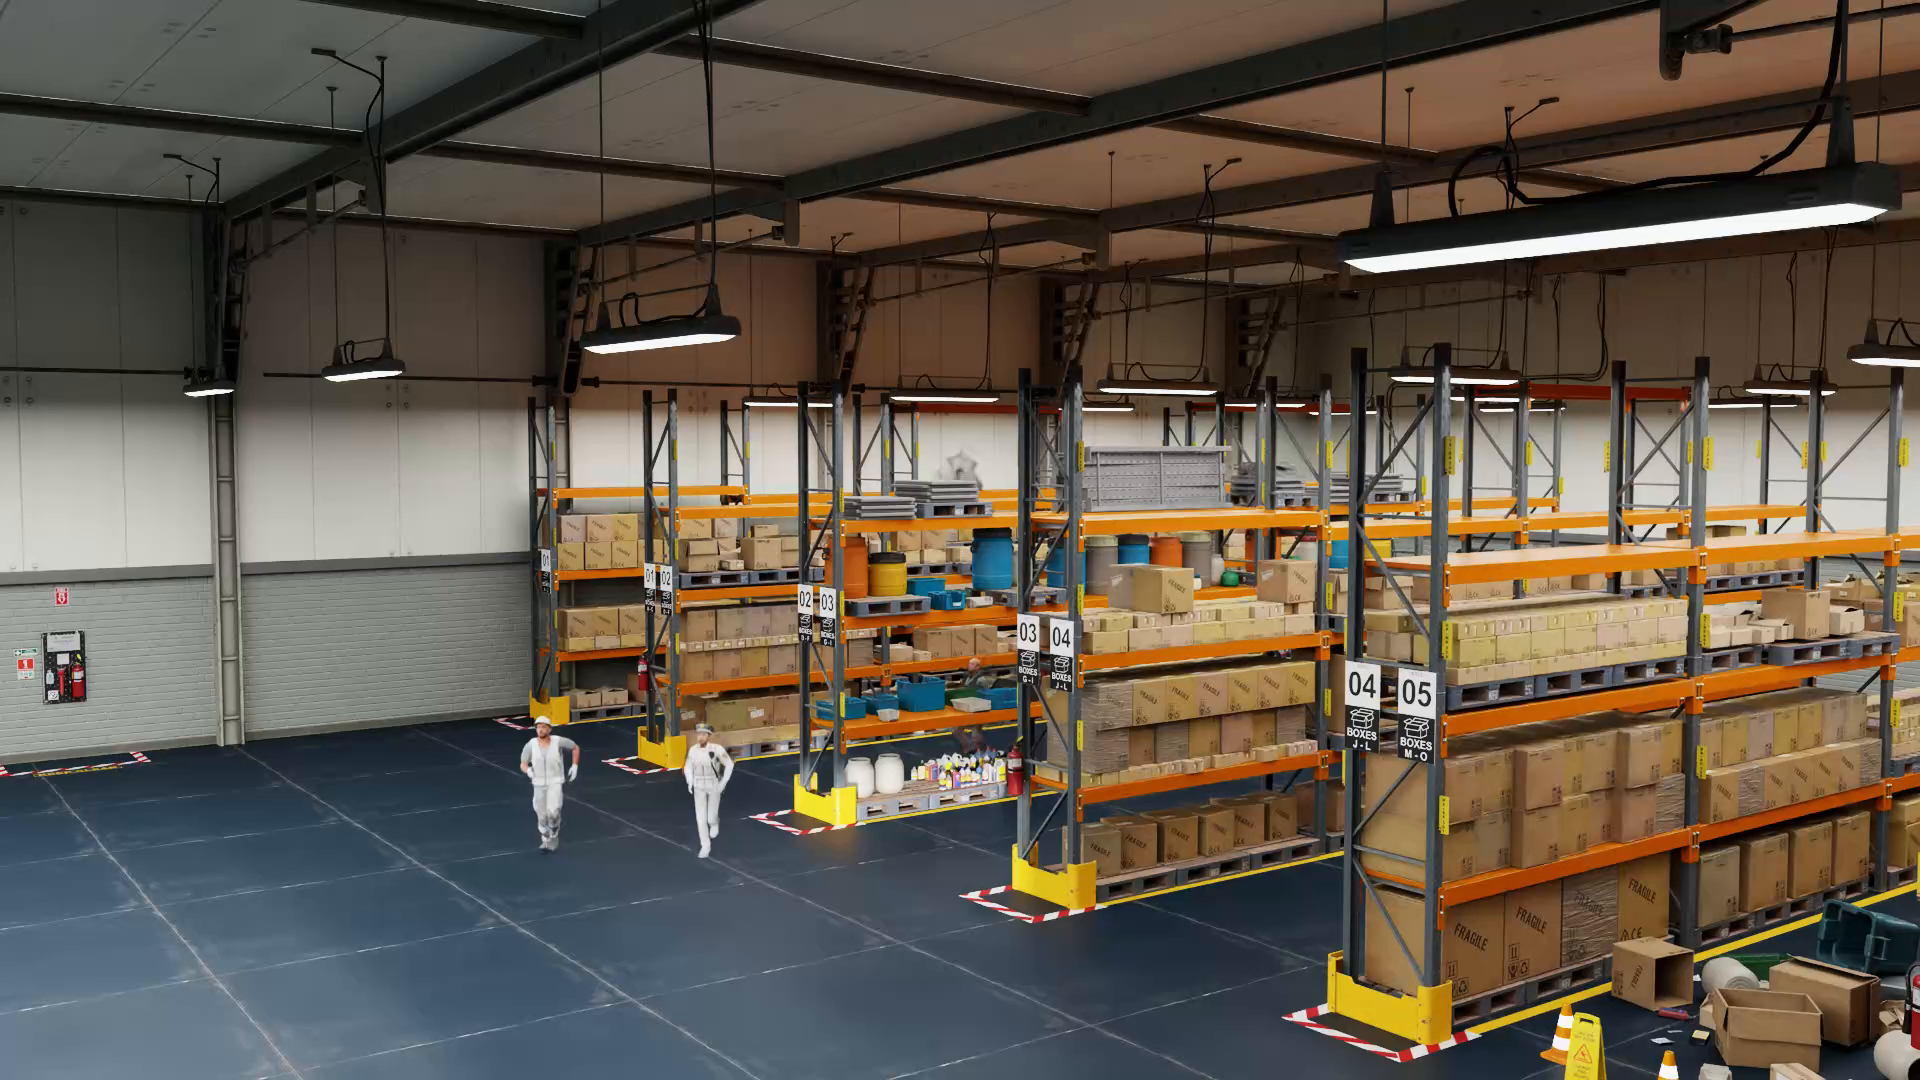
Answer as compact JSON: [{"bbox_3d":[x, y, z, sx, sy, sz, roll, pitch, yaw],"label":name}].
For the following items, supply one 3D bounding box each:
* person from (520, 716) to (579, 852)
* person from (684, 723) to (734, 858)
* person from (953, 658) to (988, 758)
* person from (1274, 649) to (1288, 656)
[{"bbox_3d":[-5.119,3.043,20.679,0.664,1.732,0.829,0,3,-2],"label":"person"},{"bbox_3d":[-3.154,3.111,20.890,0.631,1.687,0.613,0,3,7],"label":"person"},{"bbox_3d":[0.186,2.745,26.573,0.631,1.727,0.711,3,5,43],"label":"person"},{"bbox_3d":[6.255,2.473,32.059,0.609,1.629,0.555,3,5,45],"label":"person"}]
